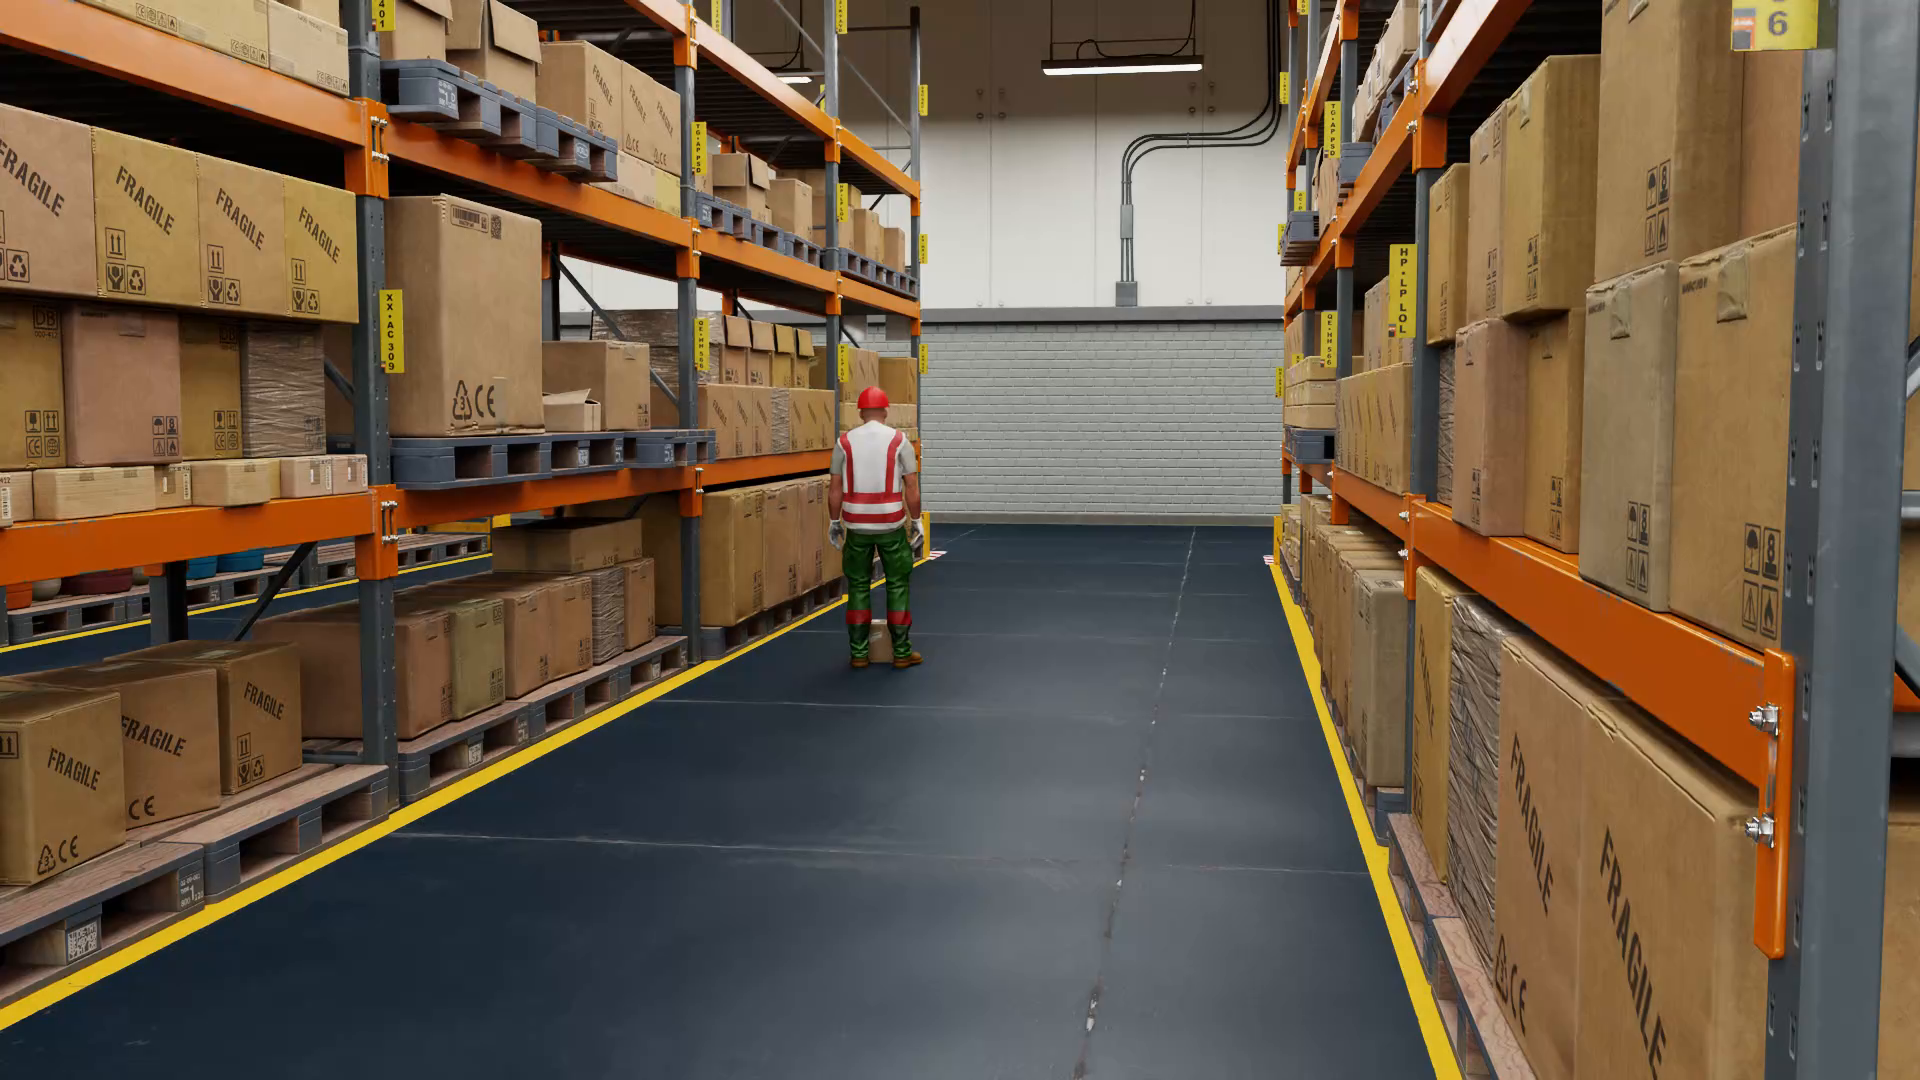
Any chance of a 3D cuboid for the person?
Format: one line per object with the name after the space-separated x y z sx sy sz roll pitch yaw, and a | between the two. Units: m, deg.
-0.536 -0.085 10.584 0.623 1.780 0.450 0 4 6 | person
